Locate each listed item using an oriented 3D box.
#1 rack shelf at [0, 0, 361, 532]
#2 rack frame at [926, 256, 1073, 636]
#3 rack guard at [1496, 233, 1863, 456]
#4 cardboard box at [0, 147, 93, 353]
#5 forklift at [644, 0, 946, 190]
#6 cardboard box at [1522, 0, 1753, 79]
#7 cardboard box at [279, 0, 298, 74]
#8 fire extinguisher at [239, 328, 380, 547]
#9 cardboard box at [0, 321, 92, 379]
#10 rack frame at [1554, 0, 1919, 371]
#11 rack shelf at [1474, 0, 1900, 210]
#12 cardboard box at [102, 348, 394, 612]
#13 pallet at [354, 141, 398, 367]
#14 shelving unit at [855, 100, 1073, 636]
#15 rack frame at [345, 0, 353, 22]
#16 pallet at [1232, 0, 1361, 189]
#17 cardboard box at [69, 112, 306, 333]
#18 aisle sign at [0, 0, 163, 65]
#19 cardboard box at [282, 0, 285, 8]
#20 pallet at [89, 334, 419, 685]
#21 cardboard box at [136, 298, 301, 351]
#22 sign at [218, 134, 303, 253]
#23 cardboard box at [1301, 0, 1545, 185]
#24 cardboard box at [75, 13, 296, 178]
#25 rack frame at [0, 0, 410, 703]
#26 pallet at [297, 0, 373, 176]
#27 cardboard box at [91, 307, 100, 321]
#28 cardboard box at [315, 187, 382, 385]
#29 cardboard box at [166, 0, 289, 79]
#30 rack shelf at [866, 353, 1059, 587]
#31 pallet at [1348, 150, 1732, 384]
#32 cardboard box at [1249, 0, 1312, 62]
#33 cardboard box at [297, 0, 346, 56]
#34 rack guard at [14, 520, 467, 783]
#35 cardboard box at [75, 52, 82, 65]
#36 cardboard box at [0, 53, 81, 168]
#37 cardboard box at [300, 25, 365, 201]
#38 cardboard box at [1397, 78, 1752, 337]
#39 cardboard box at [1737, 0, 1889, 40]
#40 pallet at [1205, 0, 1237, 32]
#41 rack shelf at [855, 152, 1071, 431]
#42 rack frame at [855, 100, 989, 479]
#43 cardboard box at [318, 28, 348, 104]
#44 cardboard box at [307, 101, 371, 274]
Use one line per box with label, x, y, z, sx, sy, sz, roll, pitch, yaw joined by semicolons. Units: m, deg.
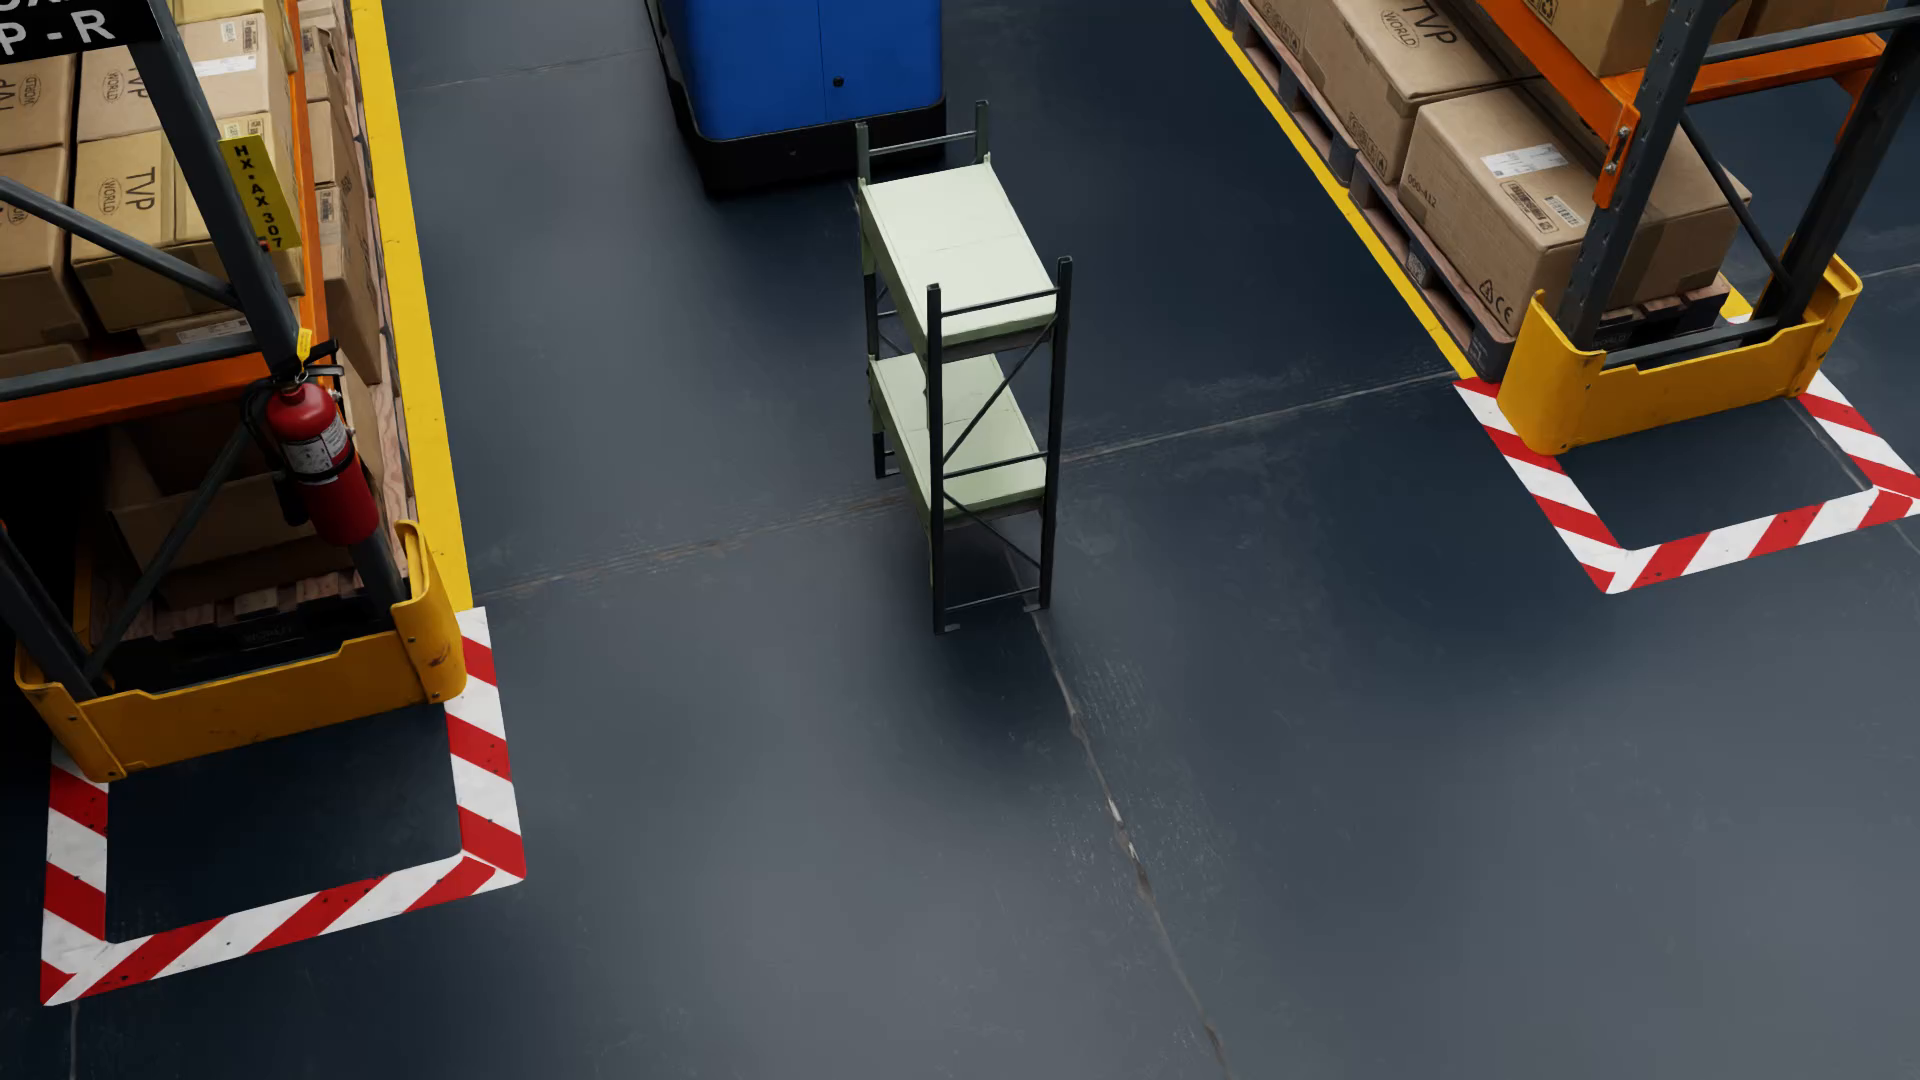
rack shelf;-2.752;-1.637;5.638;1.077;0.370;4.000;-13;51;-11
rack frame;0.106;-0.221;4.955;0.400;1.500;0.023;-13;51;-11
rack guard;2.587;-0.709;6.021;1.175;0.500;0.348;-13;51;-11
cardboard box;-2.550;-0.731;4.308;0.500;0.250;0.500;-12;51;-10
forklift;-0.943;-3.550;6.826;1.130;2.935;3.031;-12;51;-10
cardboard box;2.184;-1.857;5.289;0.500;0.500;0.500;-13;51;-11
cardboard box;-2.329;-1.581;5.285;0.380;0.149;0.250;-15;51;-12
fire extinguisher;-1.676;-0.260;4.301;0.296;0.674;0.183;-13;51;-11
cardboard box;-2.515;-0.508;4.381;0.380;0.149;0.250;-14;51;-11
rack frame;2.580;-1.533;5.080;1.000;3.000;0.127;-13;51;-11
rack shelf;1.988;-2.762;6.587;1.077;0.370;4.000;-13;51;-11
cardboard box;-2.251;-0.207;5.320;0.797;0.503;0.637;-15;52;-12
pallet;-2.777;-1.036;6.485;1.003;0.211;1.213;-13;51;-11
shelving unit;-0.002;-0.488;5.181;0.431;1.500;0.755;-13;51;-11
rack frame;-3.344;-3.329;6.595;1.000;3.000;0.127;-13;51;-11
pallet;1.911;-2.090;7.374;1.003;0.211;1.213;-13;51;-11
cardboard box;-2.038;-0.848;4.406;0.500;0.250;0.500;-13;51;-11
aisle sign;-1.860;-1.262;3.152;0.394;0.787;0.004;-13;51;-11
cardboard box;-2.427;-1.769;5.443;0.380;0.149;0.250;-12;51;-10
pallet;-2.420;-0.146;5.736;1.003;0.211;1.213;-13;51;-11
cardboard box;-1.996;-0.629;4.483;0.380;0.149;0.250;-14;51;-11
sign;-1.643;-0.810;3.904;0.100;0.325;0.005;-13;51;-11
cardboard box;2.010;-1.968;6.848;0.875;0.438;0.875;-12;51;-10
cardboard box;-2.187;-1.216;4.717;0.500;0.250;0.500;-13;51;-11
rack frame;-2.161;-0.408;4.132;1.000;3.000;0.127;-13;51;-11
pallet;-3.142;-1.929;7.238;1.003;0.211;1.213;-13;51;-11
cardboard box;-2.532;-0.707;4.549;0.380;0.149;0.250;-12;51;-10
cardboard box;-2.467;-0.839;5.855;0.700;0.500;0.500;-11;51;-9
cardboard box;-2.340;-1.585;5.028;0.500;0.250;0.500;-14;51;-12
rack shelf;-0.002;-0.278;5.430;0.431;0.370;0.720;-13;51;-11
pallet;2.269;-1.200;6.624;1.003;0.211;1.213;-13;51;-11
cardboard box;1.745;-2.627;7.404;0.875;0.438;0.875;-15;51;-12
cardboard box;-2.898;-2.205;7.237;0.380;0.149;0.250;-15;51;-12
rack guard;-2.183;0.342;5.134;1.175;0.500;0.348;-13;51;-11
cardboard box;-2.844;-1.471;4.932;0.500;0.250;0.500;-12;51;-10
cardboard box;-2.702;-1.108;4.626;0.500;0.250;0.500;-13;51;-11
cardboard box;-2.774;-1.597;6.495;0.700;0.500;0.500;-15;52;-12
cardboard box;2.289;-1.302;6.287;0.875;0.438;0.875;-15;51;-12
cardboard box;2.712;-1.980;5.392;0.500;0.500;0.500;-14;51;-11
pallet;1.547;-2.982;8.126;1.003;0.211;1.213;-13;51;-11
rack shelf;-0.002;-0.740;4.882;0.431;0.370;0.720;-13;51;-11
rack frame;-0.110;-0.756;5.406;0.400;1.500;0.023;-13;51;-11
cardboard box;-2.793;-1.982;6.973;0.396;0.266;0.258;-12;51;-10
cardboard box;-2.528;-1.247;6.200;0.500;0.500;0.500;-12;51;-10
